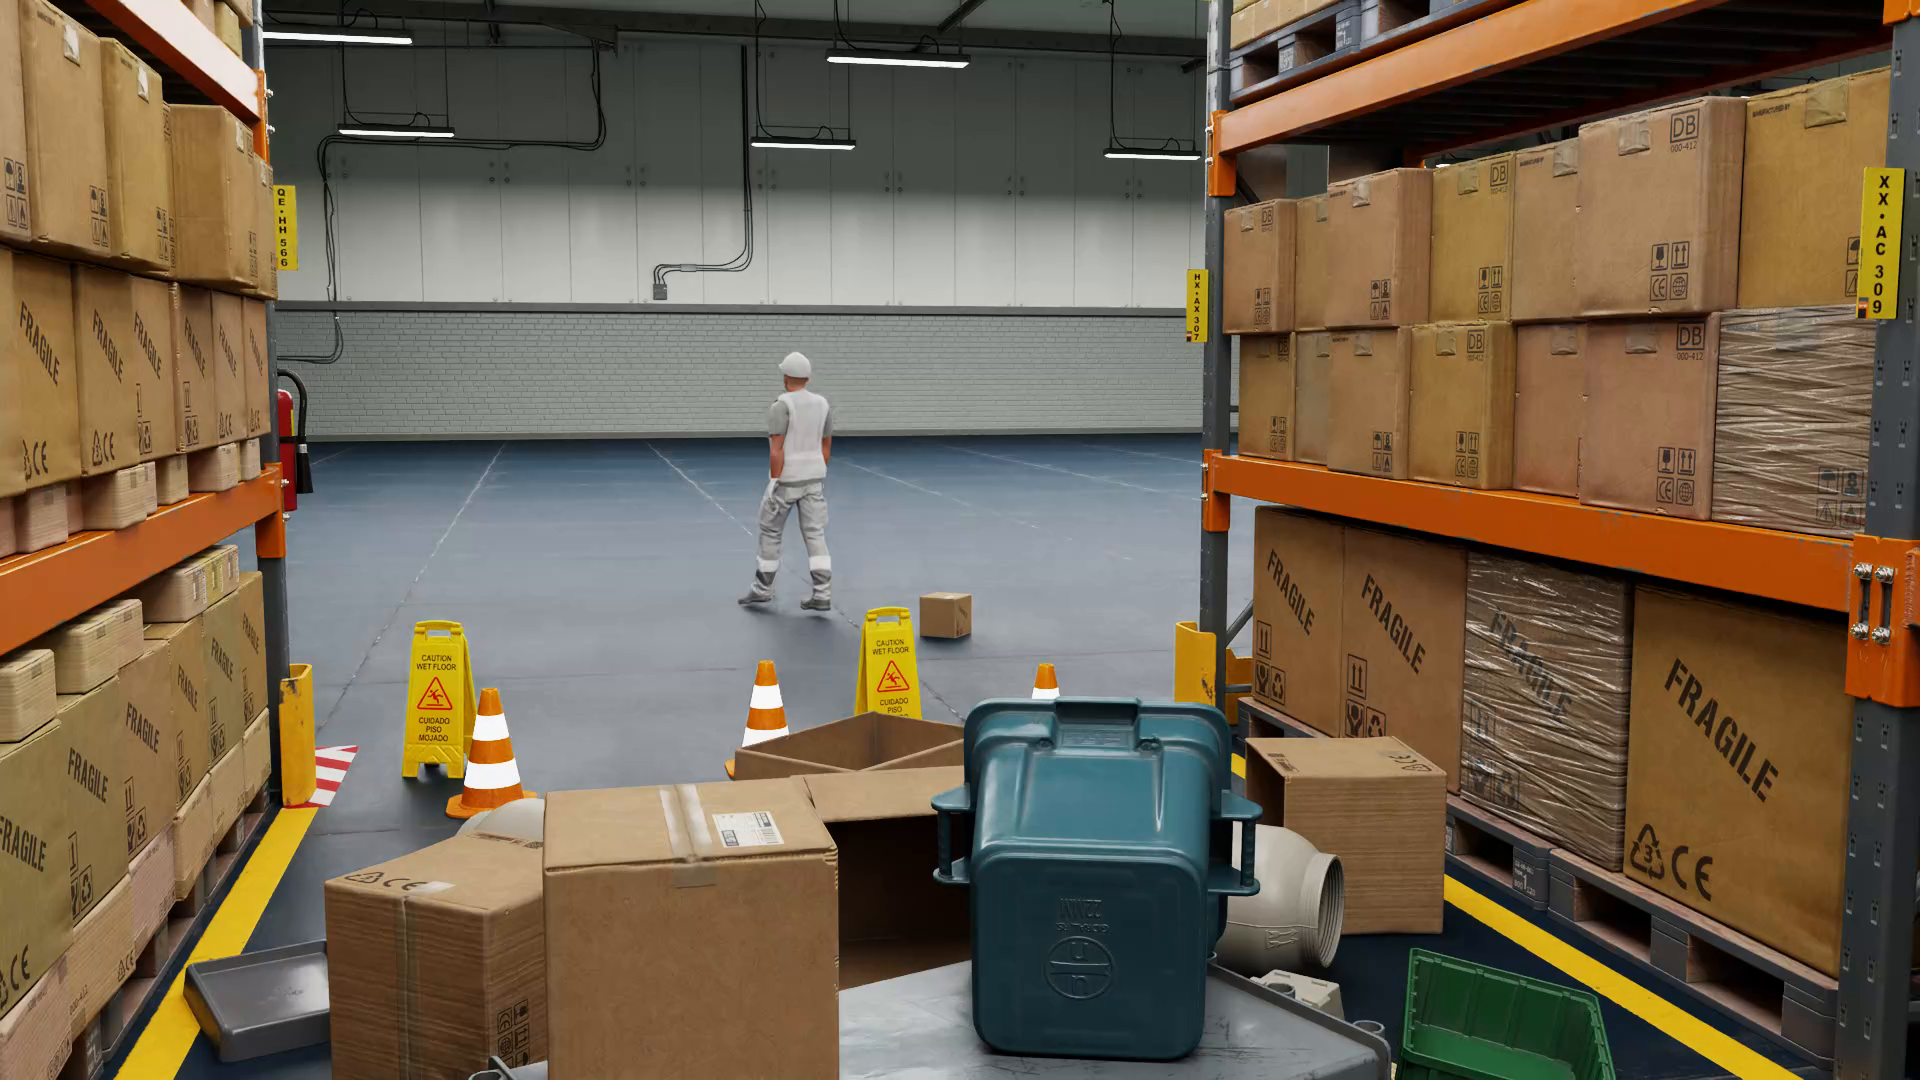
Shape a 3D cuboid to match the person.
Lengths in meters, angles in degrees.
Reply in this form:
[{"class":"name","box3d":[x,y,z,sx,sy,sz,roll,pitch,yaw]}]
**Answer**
[{"class":"person","box3d":[-1.175,-0.407,11.488,0.608,1.768,0.888,-4,8,-36]}]
